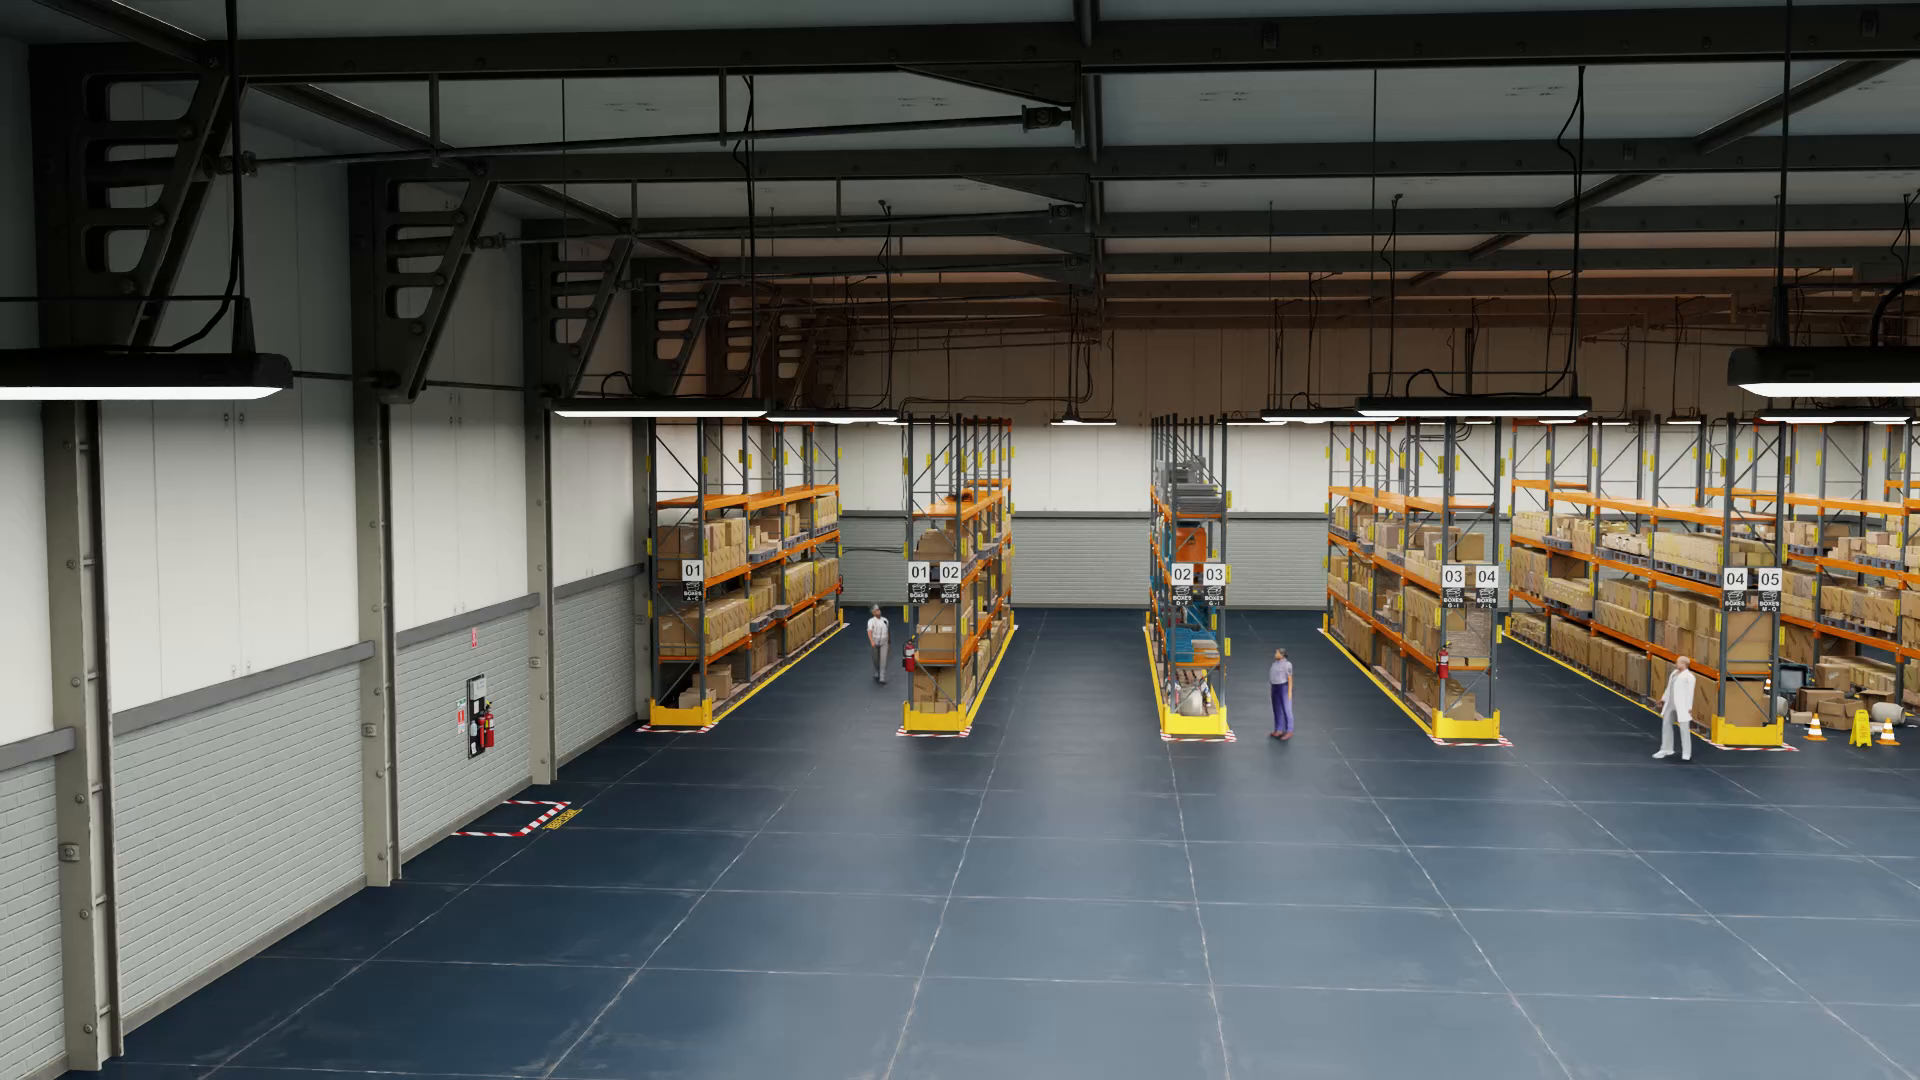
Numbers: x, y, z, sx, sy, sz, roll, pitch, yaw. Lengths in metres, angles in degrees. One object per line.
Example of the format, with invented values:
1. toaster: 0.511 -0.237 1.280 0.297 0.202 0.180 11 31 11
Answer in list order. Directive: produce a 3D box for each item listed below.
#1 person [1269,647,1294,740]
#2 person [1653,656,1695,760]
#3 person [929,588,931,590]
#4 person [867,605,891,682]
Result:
1. person: 5.951 2.843 30.856 0.401 1.646 0.565 -3 5 -37
2. person: 12.371 2.893 28.783 0.478 1.809 0.751 -2 4 -27
3. person: -1.017 1.516 49.380 0.538 1.707 1.040 1 4 11
4. person: -1.837 2.329 37.619 0.531 1.712 1.048 0 4 6
